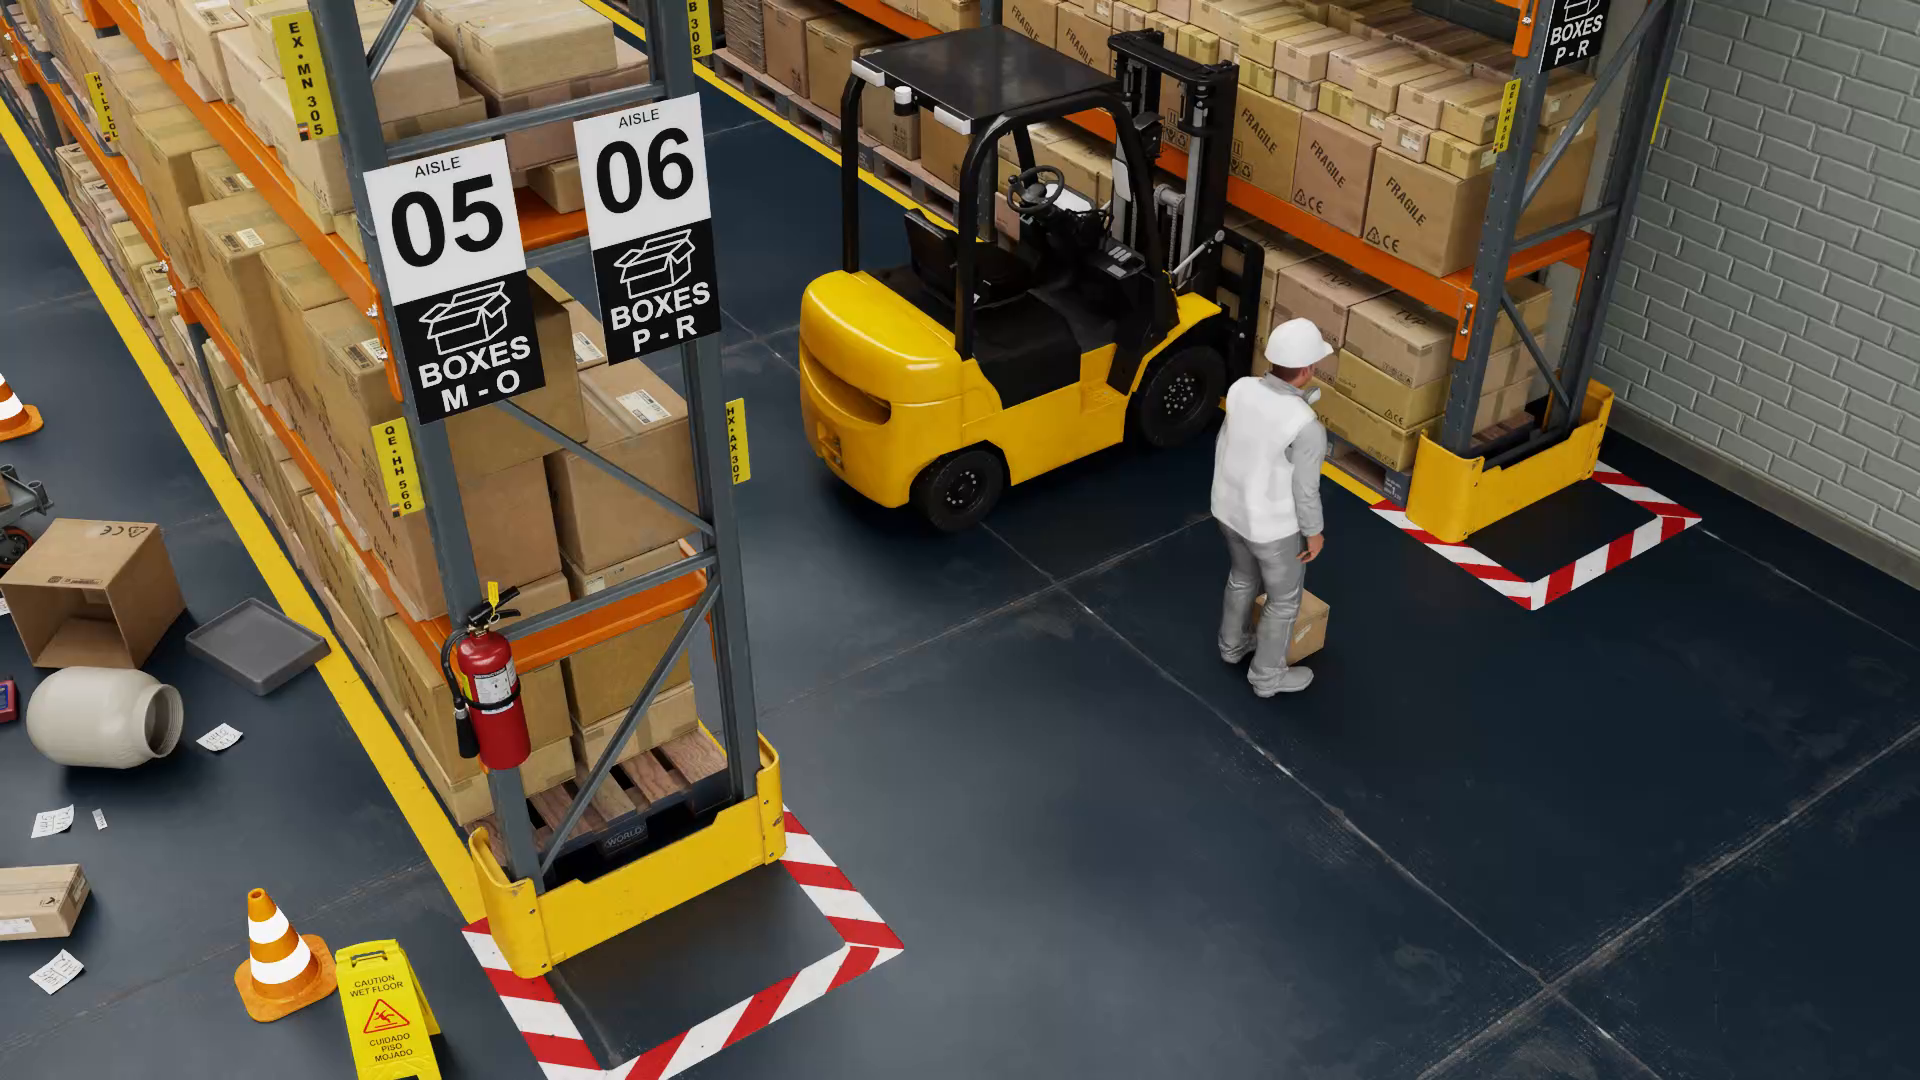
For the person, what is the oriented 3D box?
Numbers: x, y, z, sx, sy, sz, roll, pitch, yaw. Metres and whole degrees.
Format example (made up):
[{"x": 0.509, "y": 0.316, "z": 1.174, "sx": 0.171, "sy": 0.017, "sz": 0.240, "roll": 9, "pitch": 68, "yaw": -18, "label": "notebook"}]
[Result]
[{"x": 1.324, "y": -0.133, "z": 7.161, "sx": 0.462, "sy": 1.772, "sz": 0.581, "roll": -22, "pitch": 42, "yaw": -27, "label": "person"}]
